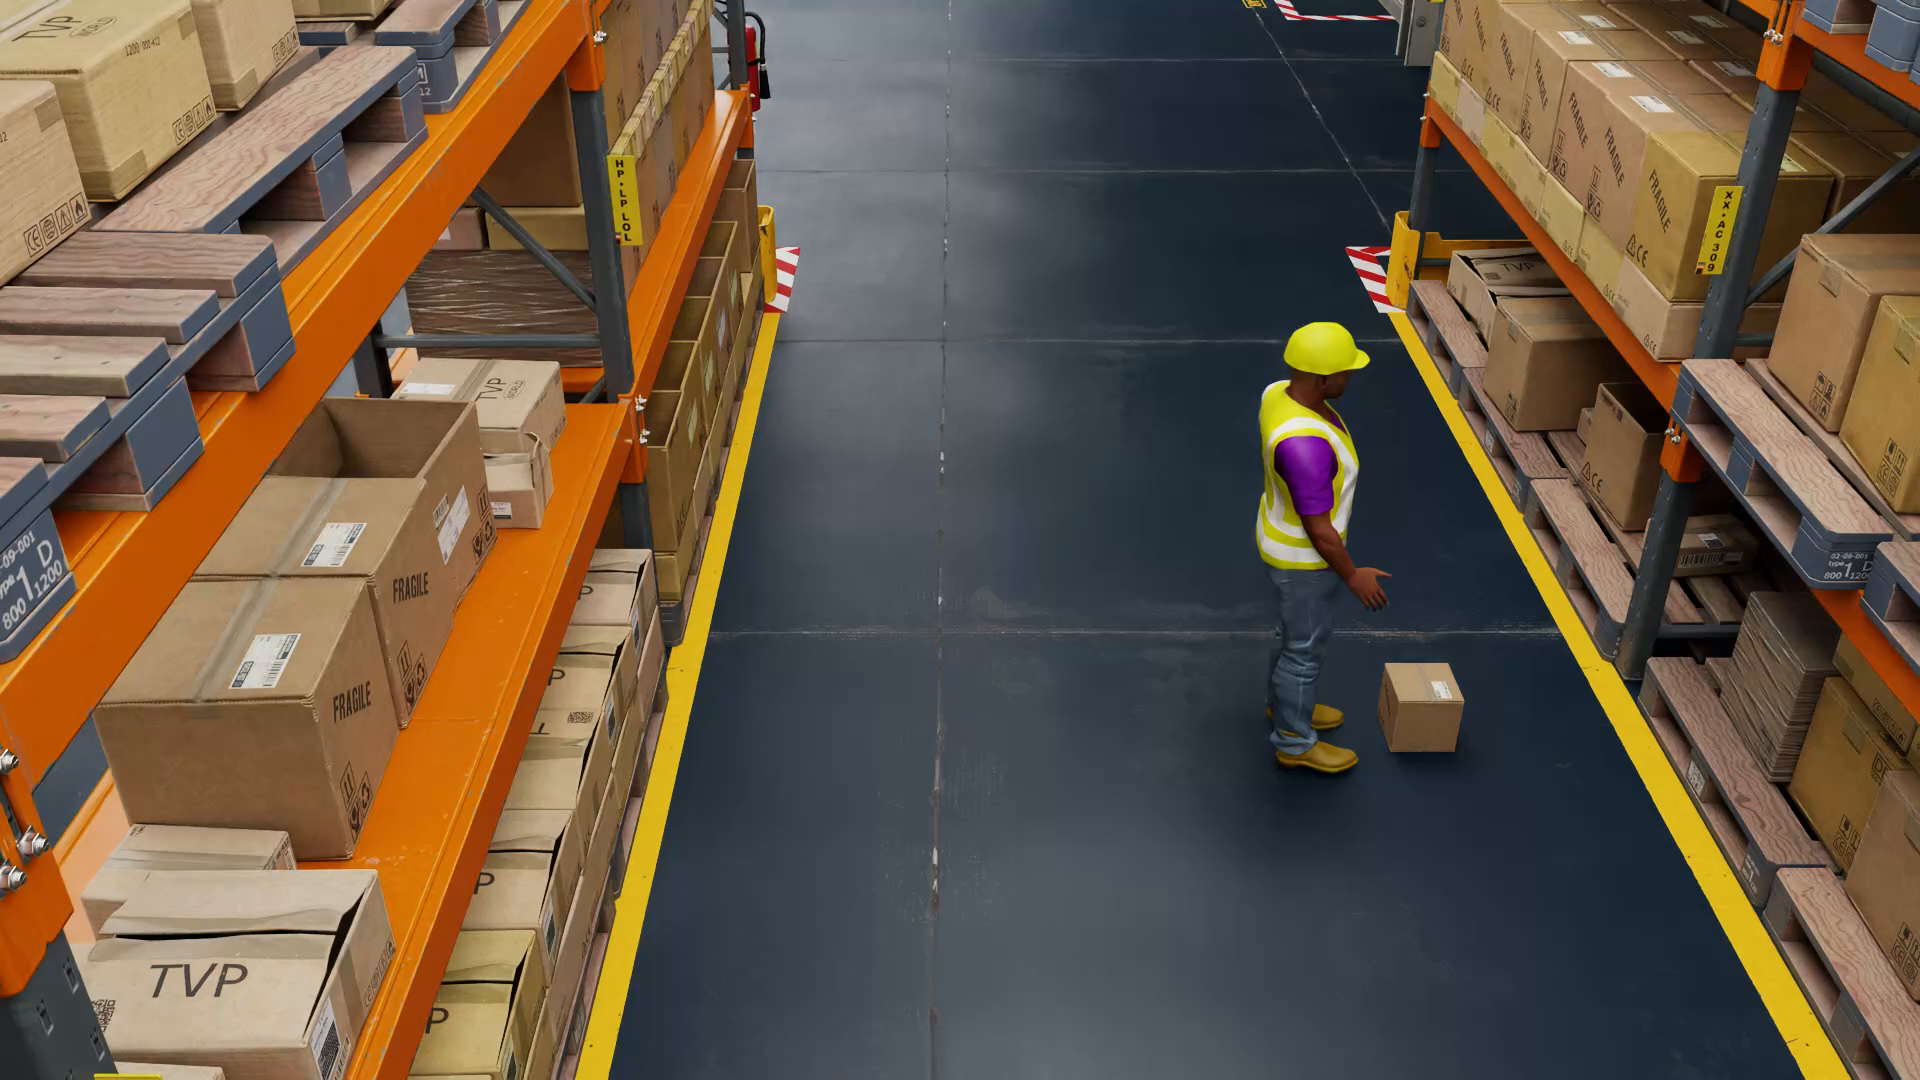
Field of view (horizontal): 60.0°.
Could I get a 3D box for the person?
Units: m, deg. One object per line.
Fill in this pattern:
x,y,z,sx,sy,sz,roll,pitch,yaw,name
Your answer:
1.289,0.040,6.021,0.483,1.783,0.584,3,31,5,person
